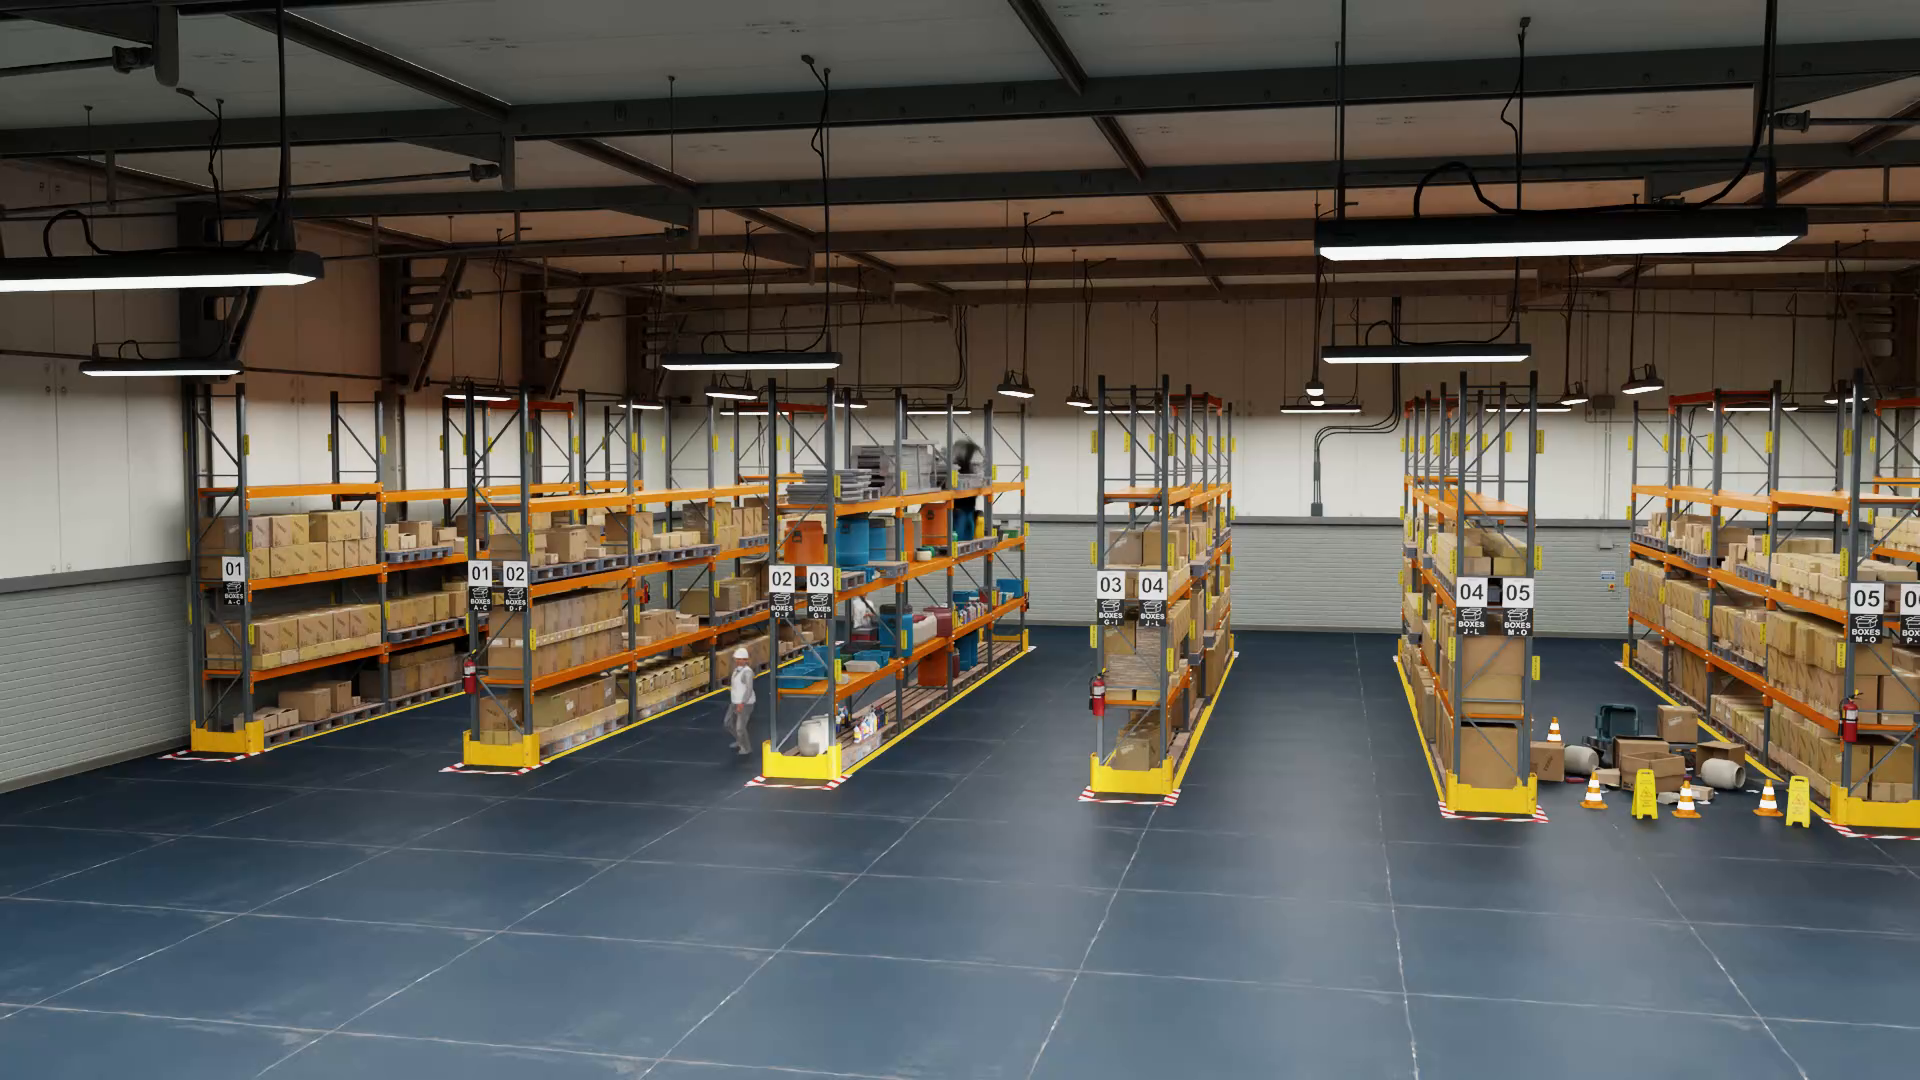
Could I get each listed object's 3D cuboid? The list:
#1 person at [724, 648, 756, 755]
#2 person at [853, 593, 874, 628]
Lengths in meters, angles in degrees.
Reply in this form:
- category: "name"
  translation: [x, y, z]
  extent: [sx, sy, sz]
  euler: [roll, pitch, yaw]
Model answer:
- category: "person"
  translation: [-3.543, 2.619, 26.855]
  extent: [0.473, 1.771, 0.769]
  euler: [-2, 4, -37]
- category: "person"
  translation: [-2.268, 1.949, 38.822]
  extent: [0.520, 1.612, 0.799]
  euler: [0, 3, 3]
